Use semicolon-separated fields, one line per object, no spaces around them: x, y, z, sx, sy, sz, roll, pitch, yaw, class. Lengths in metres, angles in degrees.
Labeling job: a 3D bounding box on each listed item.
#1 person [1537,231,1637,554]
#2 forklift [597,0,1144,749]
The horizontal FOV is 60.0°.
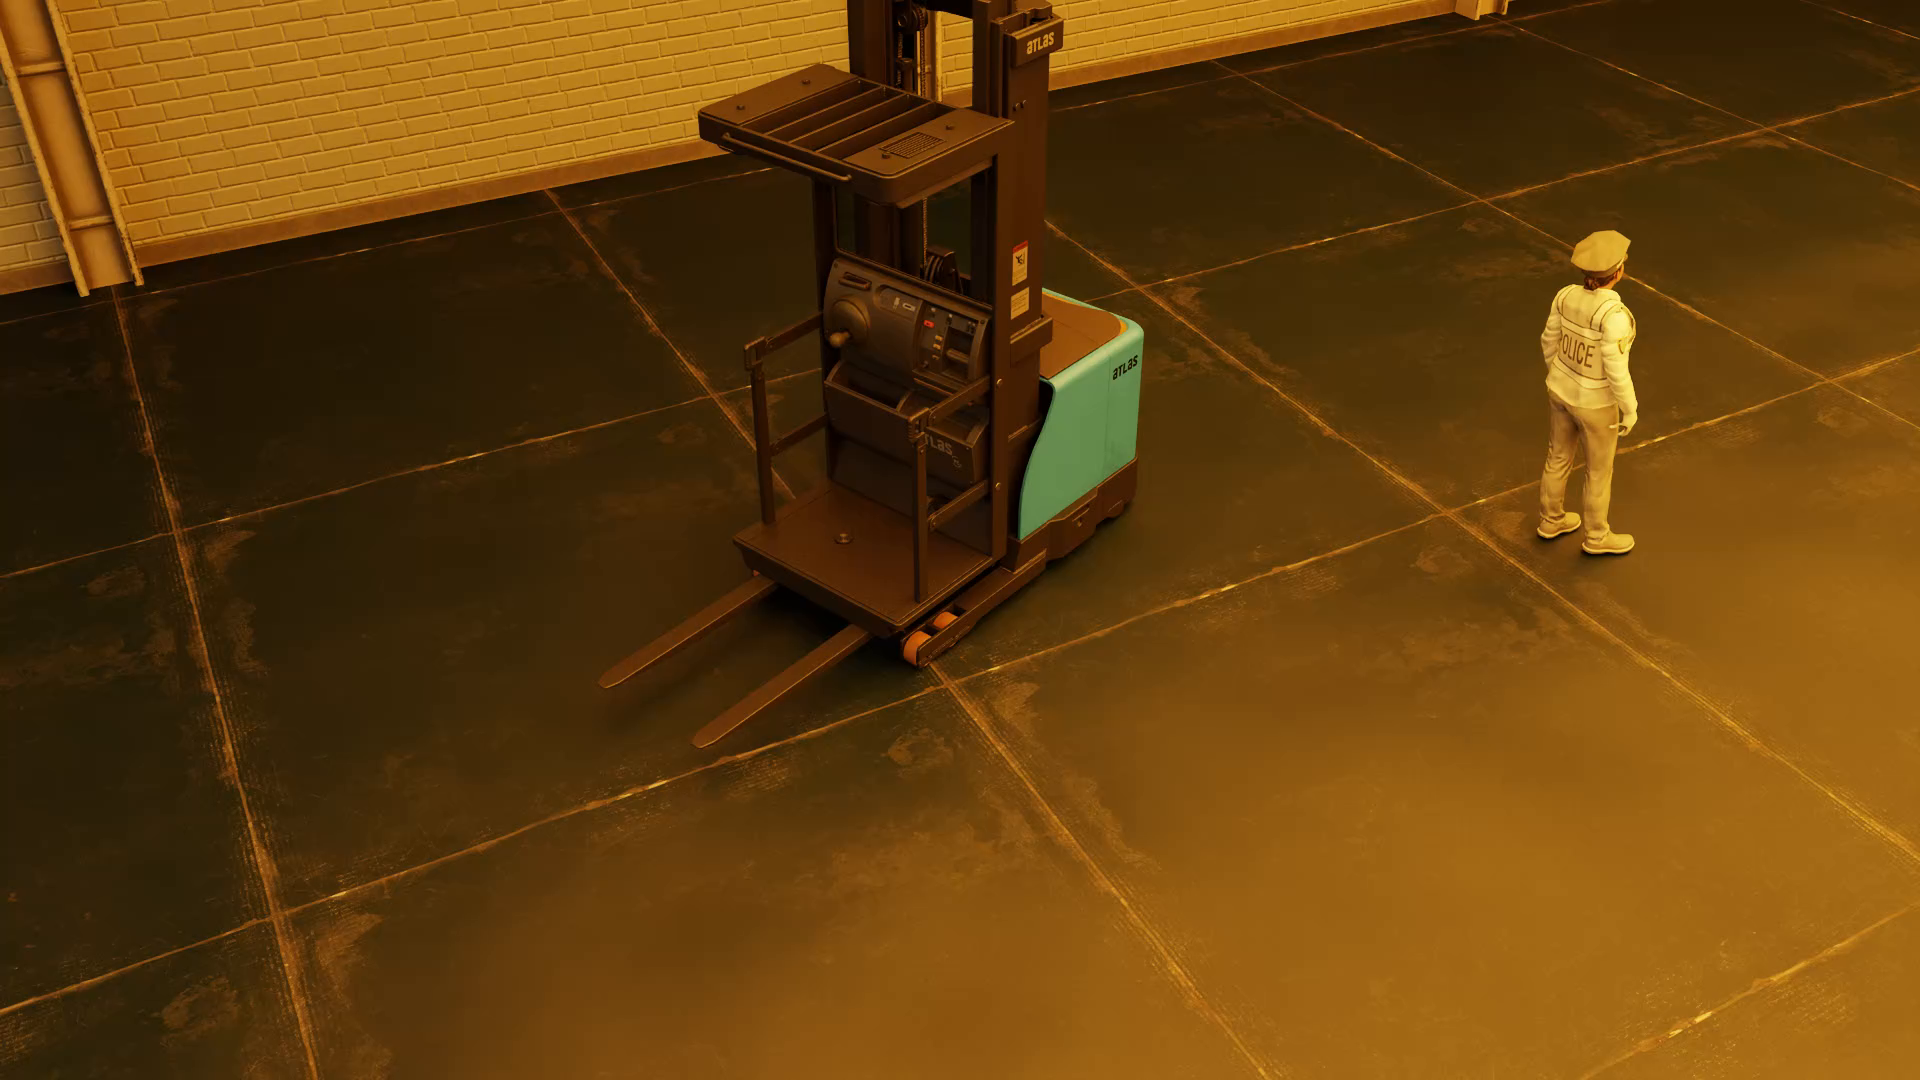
3.137;-0.731;8.215;0.532;1.695;0.587;-16;38;-21;person
-0.390;-0.927;7.434;1.130;2.935;3.031;26;43;31;forklift
